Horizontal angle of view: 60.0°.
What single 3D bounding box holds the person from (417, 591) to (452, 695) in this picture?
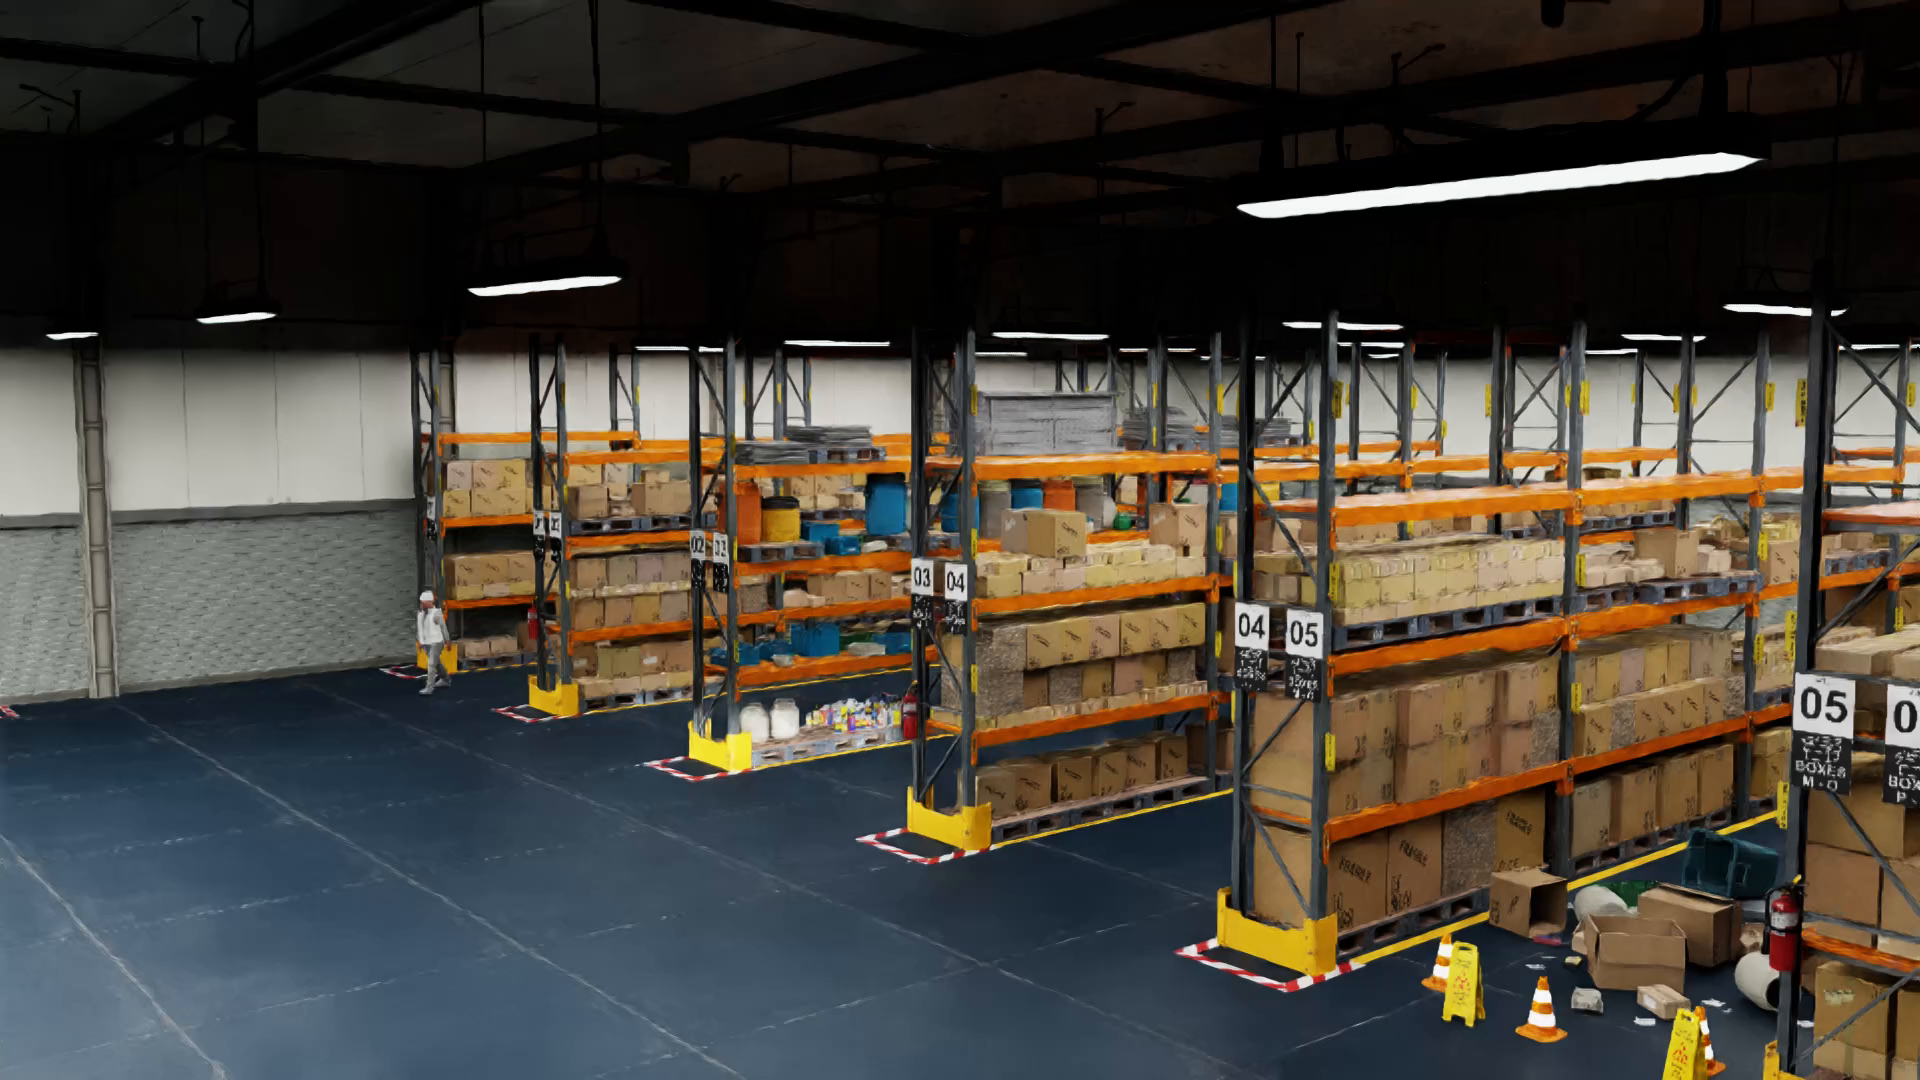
[{"bbox_3d":[-8.947,1.712,28.120,0.577,1.734,0.952,3,6,28],"label":"person"}]
